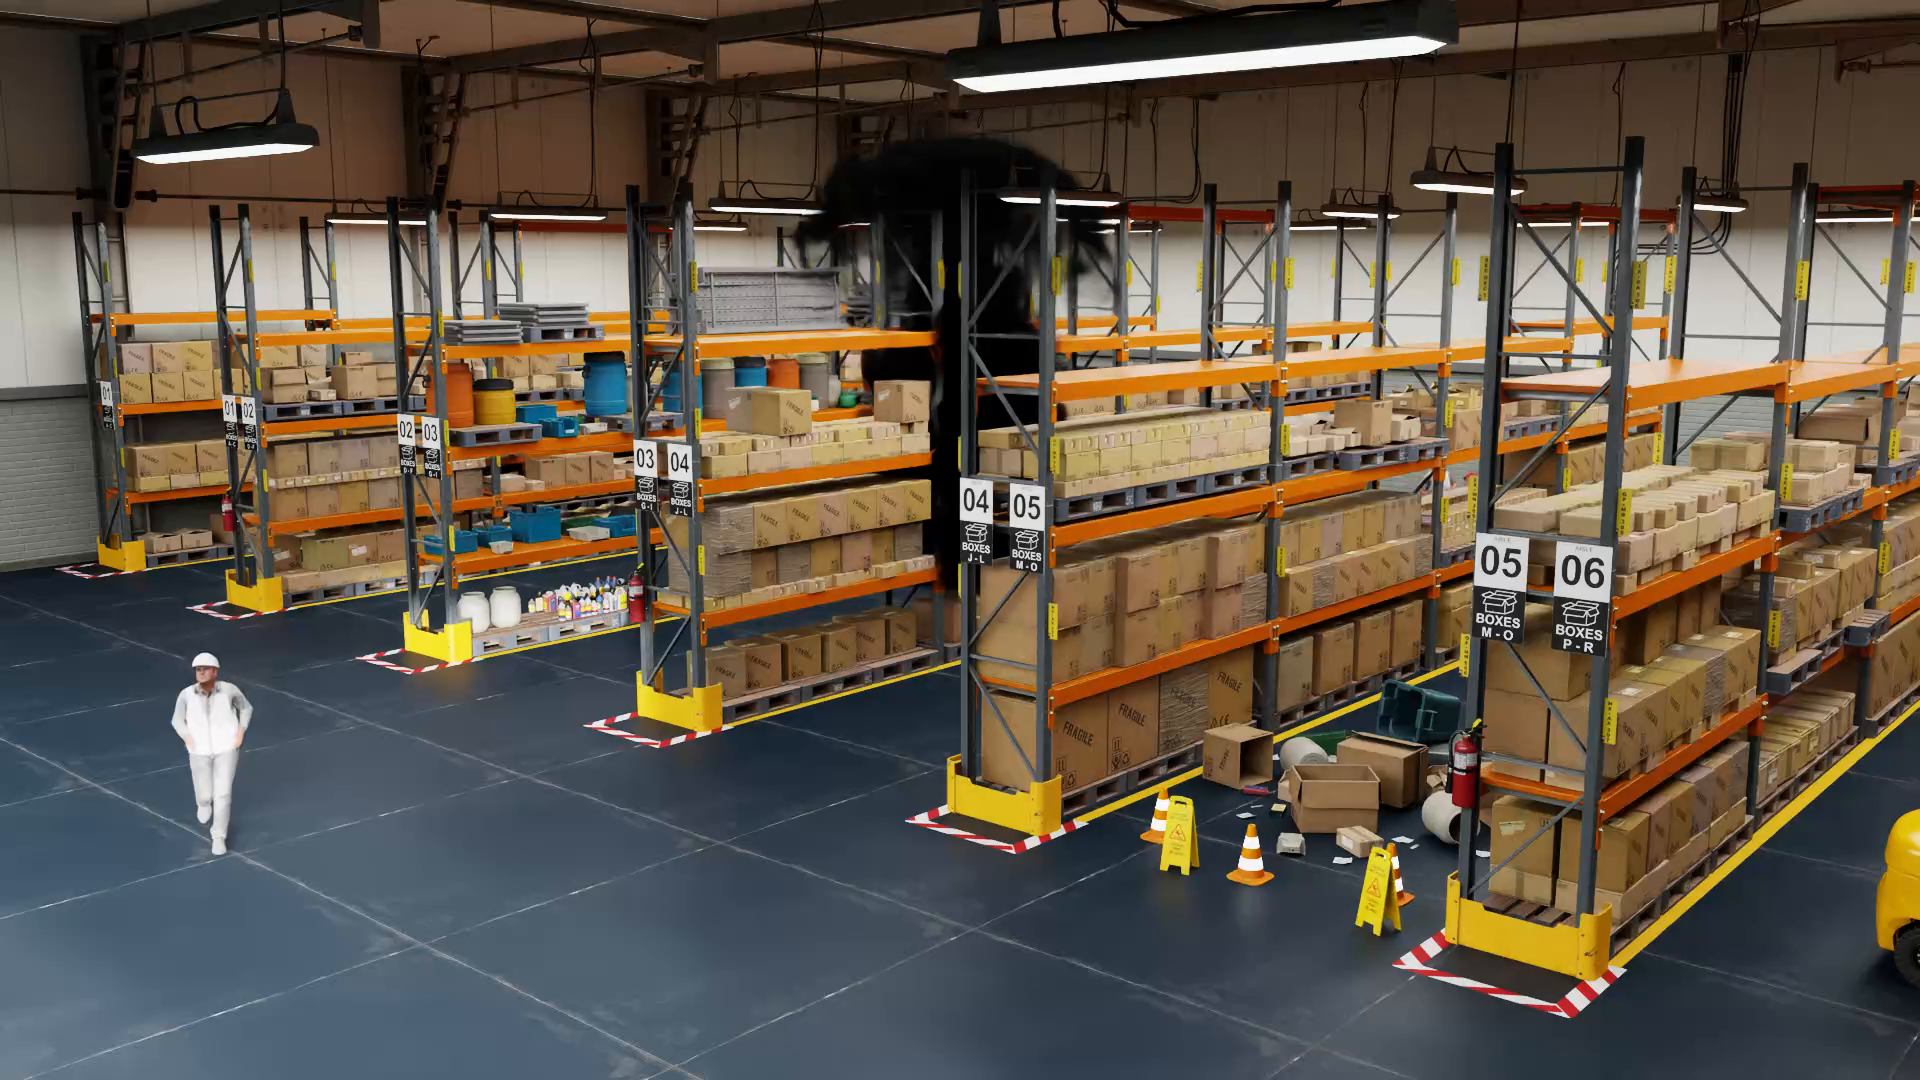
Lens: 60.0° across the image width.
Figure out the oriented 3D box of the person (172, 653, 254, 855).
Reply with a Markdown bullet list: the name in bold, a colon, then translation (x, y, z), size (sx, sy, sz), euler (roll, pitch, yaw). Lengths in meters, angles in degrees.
- **person**: translation (-6.677, 1.862, 14.904), size (0.669, 1.768, 0.810), euler (-3, 10, -18)

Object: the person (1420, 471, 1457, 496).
- **person**: translation (8.595, -0.626, 29.786), size (0.683, 1.736, 0.712), euler (-1, 9, -4)

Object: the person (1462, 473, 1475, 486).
- **person**: translation (8.381, -0.219, 27.247), size (0.935, 1.784, 0.666), euler (-8, 13, -41)

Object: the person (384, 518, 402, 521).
- **person**: translation (-9.744, -0.389, 28.644), size (0.624, 1.638, 0.514), euler (9, 13, 44)
